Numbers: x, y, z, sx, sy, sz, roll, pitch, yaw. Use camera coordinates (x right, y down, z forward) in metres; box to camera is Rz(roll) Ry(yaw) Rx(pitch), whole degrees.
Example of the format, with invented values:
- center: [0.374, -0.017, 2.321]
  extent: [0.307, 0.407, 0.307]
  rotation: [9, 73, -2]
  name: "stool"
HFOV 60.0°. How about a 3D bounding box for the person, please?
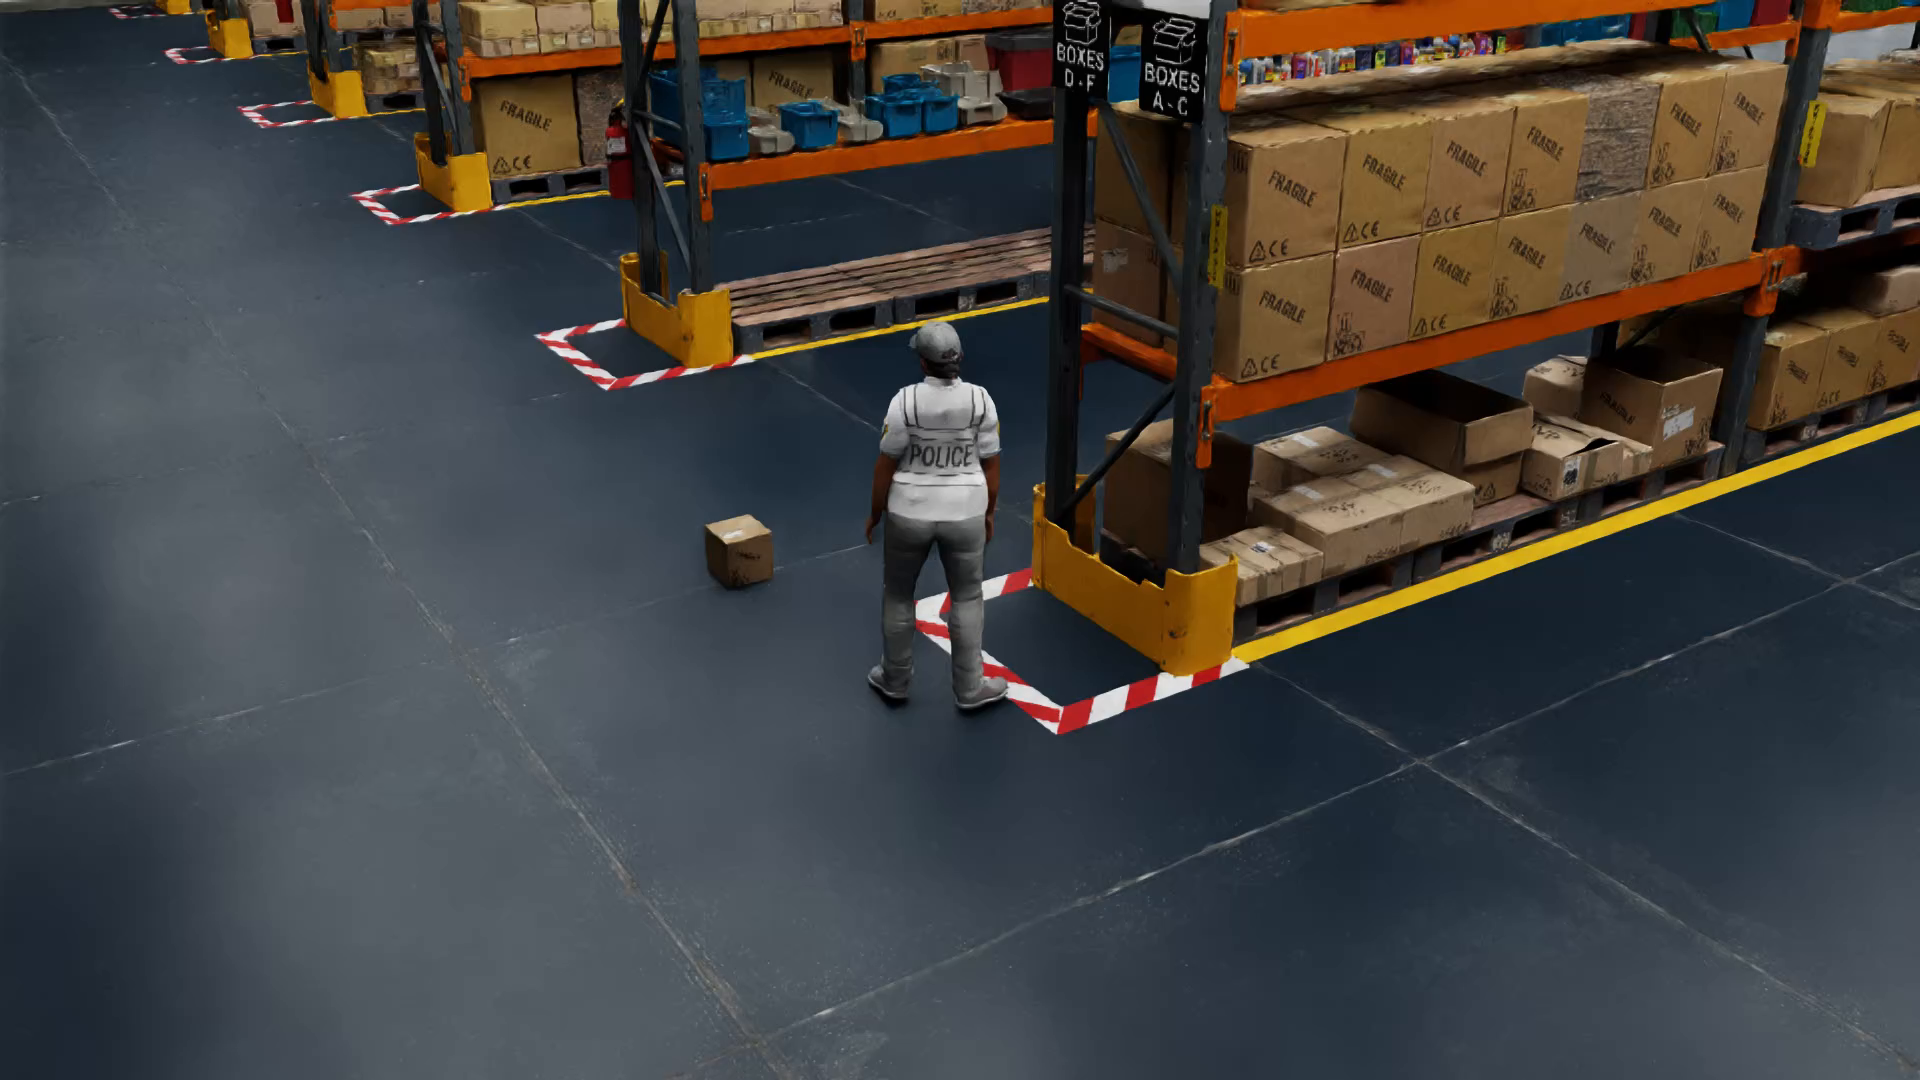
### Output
- center: [-0.093, -0.094, 6.867]
  extent: [0.608, 1.671, 0.393]
  rotation: [-2, 25, -3]
  name: "person"
